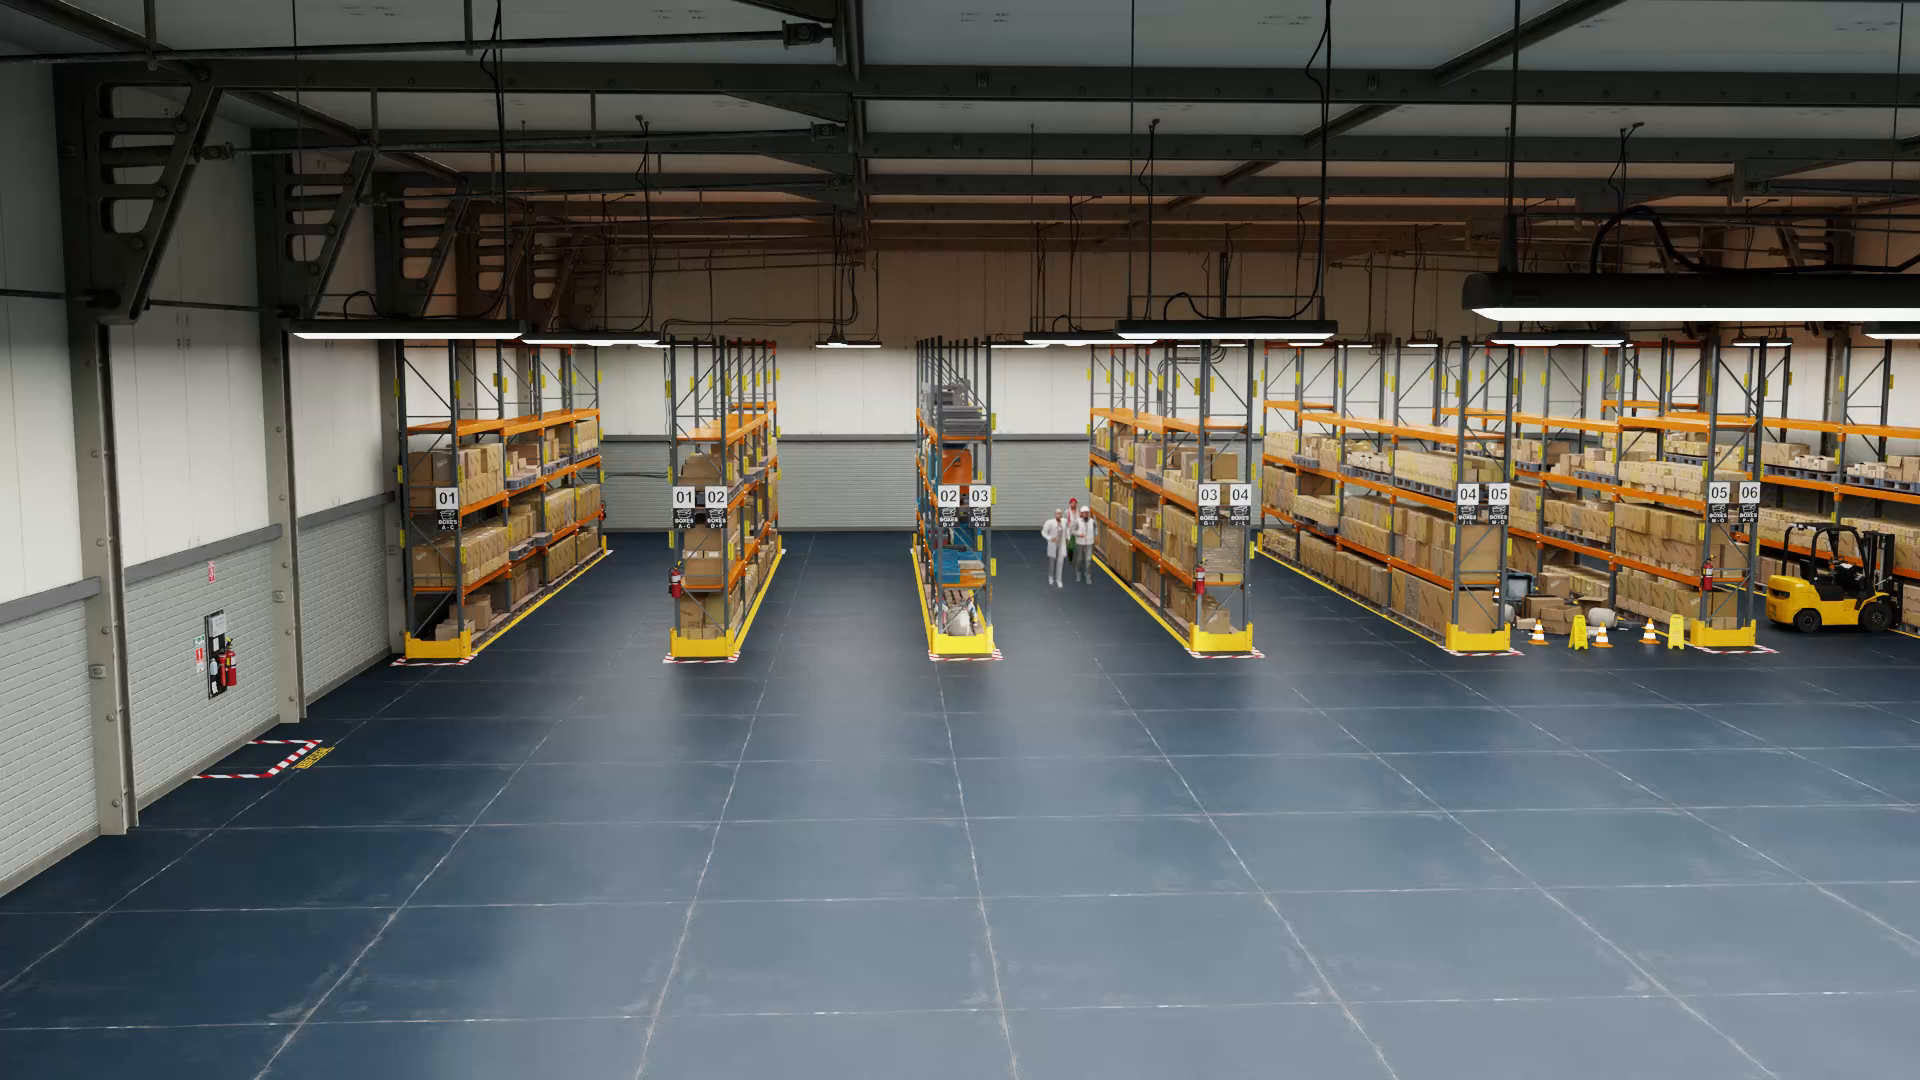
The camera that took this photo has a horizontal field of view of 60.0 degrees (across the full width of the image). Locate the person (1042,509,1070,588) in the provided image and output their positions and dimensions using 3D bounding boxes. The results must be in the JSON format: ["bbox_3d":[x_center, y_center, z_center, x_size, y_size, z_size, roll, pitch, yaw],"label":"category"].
[{"bbox_3d":[2.250,0.171,38.650,0.734,1.795,0.979,-2,7,-15],"label":"person"}]

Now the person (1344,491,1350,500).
[{"bbox_3d":[10.981,-0.523,47.359,0.654,1.750,0.669,-2,7,-20],"label":"person"}]

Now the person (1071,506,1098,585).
[{"bbox_3d":[2.931,0.111,39.089,0.676,1.822,0.808,-1,7,-7],"label":"person"}]

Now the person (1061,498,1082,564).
[{"bbox_3d":[2.906,-0.163,42.318,0.671,1.811,0.665,0,6,-1],"label":"person"}]
